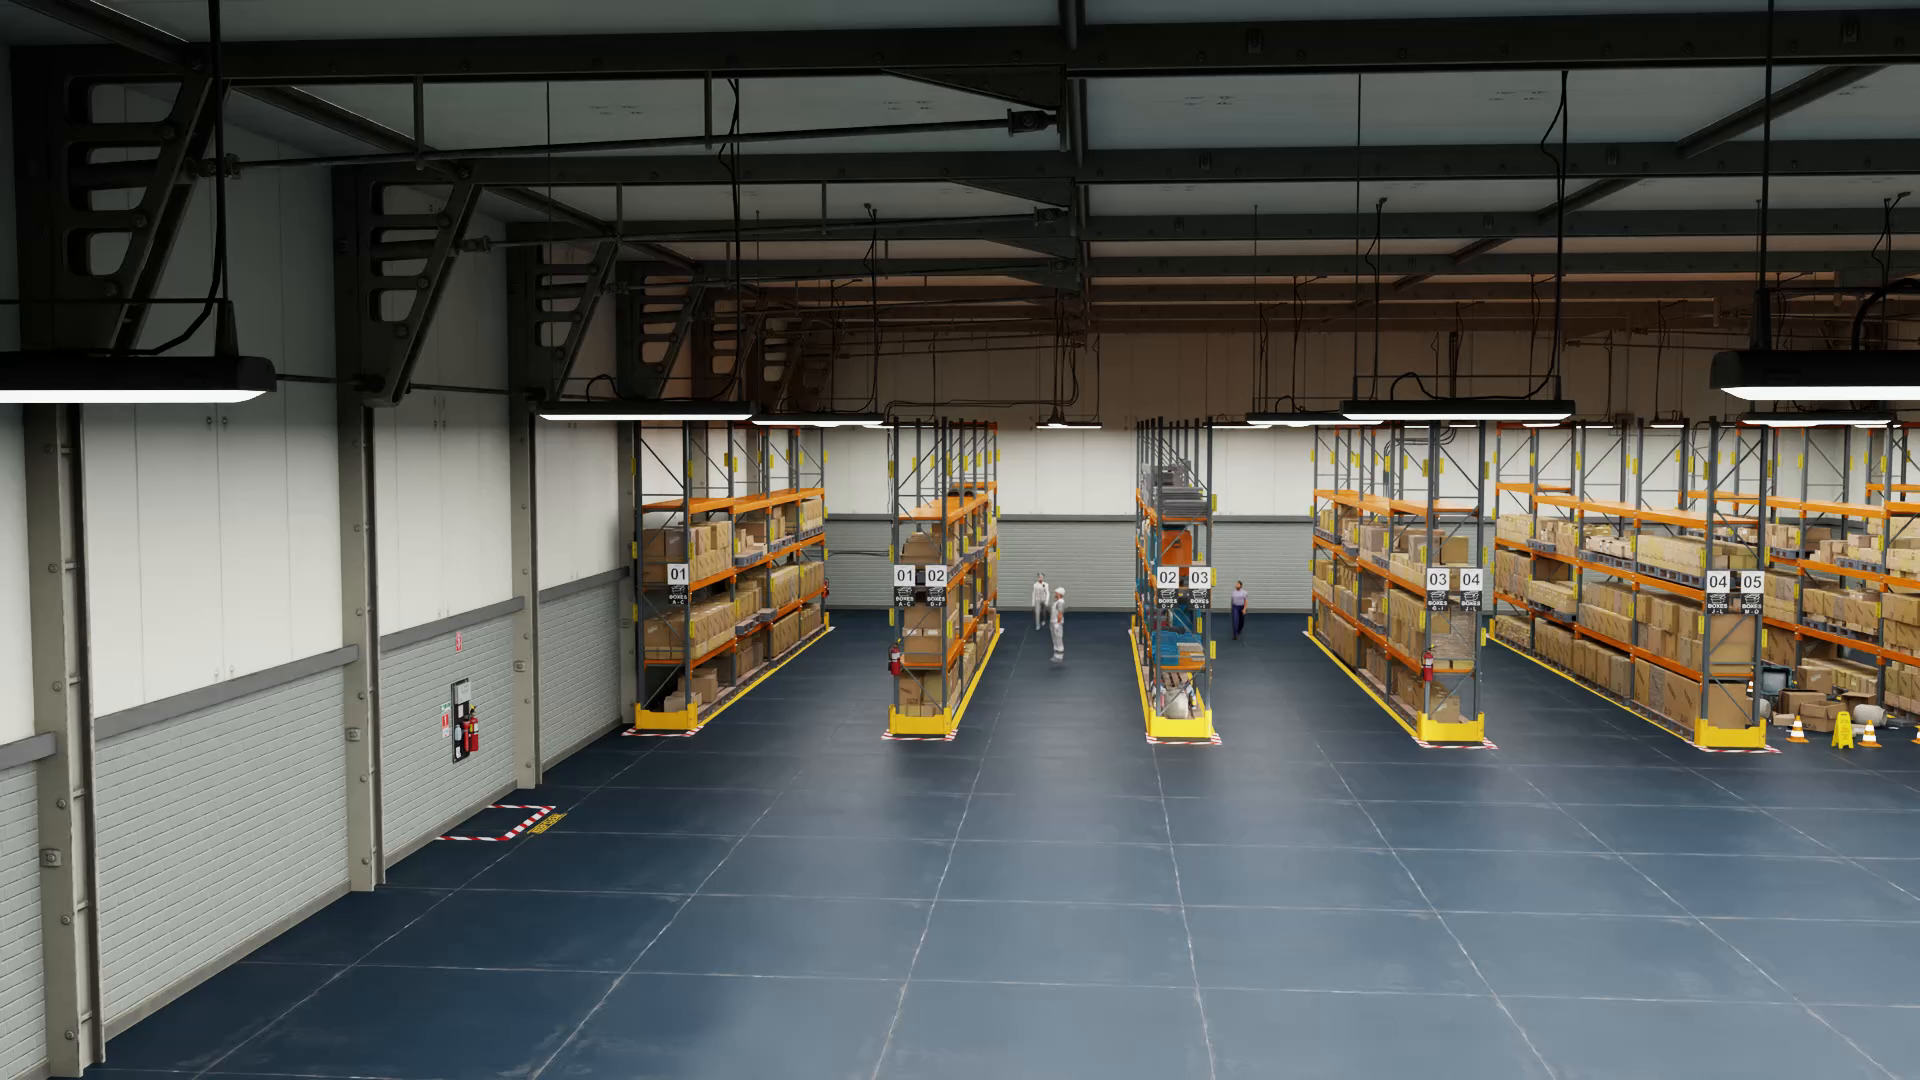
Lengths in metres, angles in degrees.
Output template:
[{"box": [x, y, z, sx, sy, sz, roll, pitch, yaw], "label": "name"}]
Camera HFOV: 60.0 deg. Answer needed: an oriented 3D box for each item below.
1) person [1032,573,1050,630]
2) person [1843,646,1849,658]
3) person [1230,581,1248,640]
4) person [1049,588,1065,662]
[{"box": [2.337, 1.759, 48.091, 0.497, 1.640, 0.956, 0, 4, 0], "label": "person"}, {"box": [22.174, 2.104, 41.912, 0.598, 1.786, 0.497, -3, 5, -40], "label": "person"}, {"box": [7.700, 1.925, 45.974, 0.461, 1.583, 0.952, 0, 4, -1], "label": "person"}, {"box": [2.349, 2.055, 40.522, 0.444, 1.789, 0.568, -1, 4, -18], "label": "person"}]
